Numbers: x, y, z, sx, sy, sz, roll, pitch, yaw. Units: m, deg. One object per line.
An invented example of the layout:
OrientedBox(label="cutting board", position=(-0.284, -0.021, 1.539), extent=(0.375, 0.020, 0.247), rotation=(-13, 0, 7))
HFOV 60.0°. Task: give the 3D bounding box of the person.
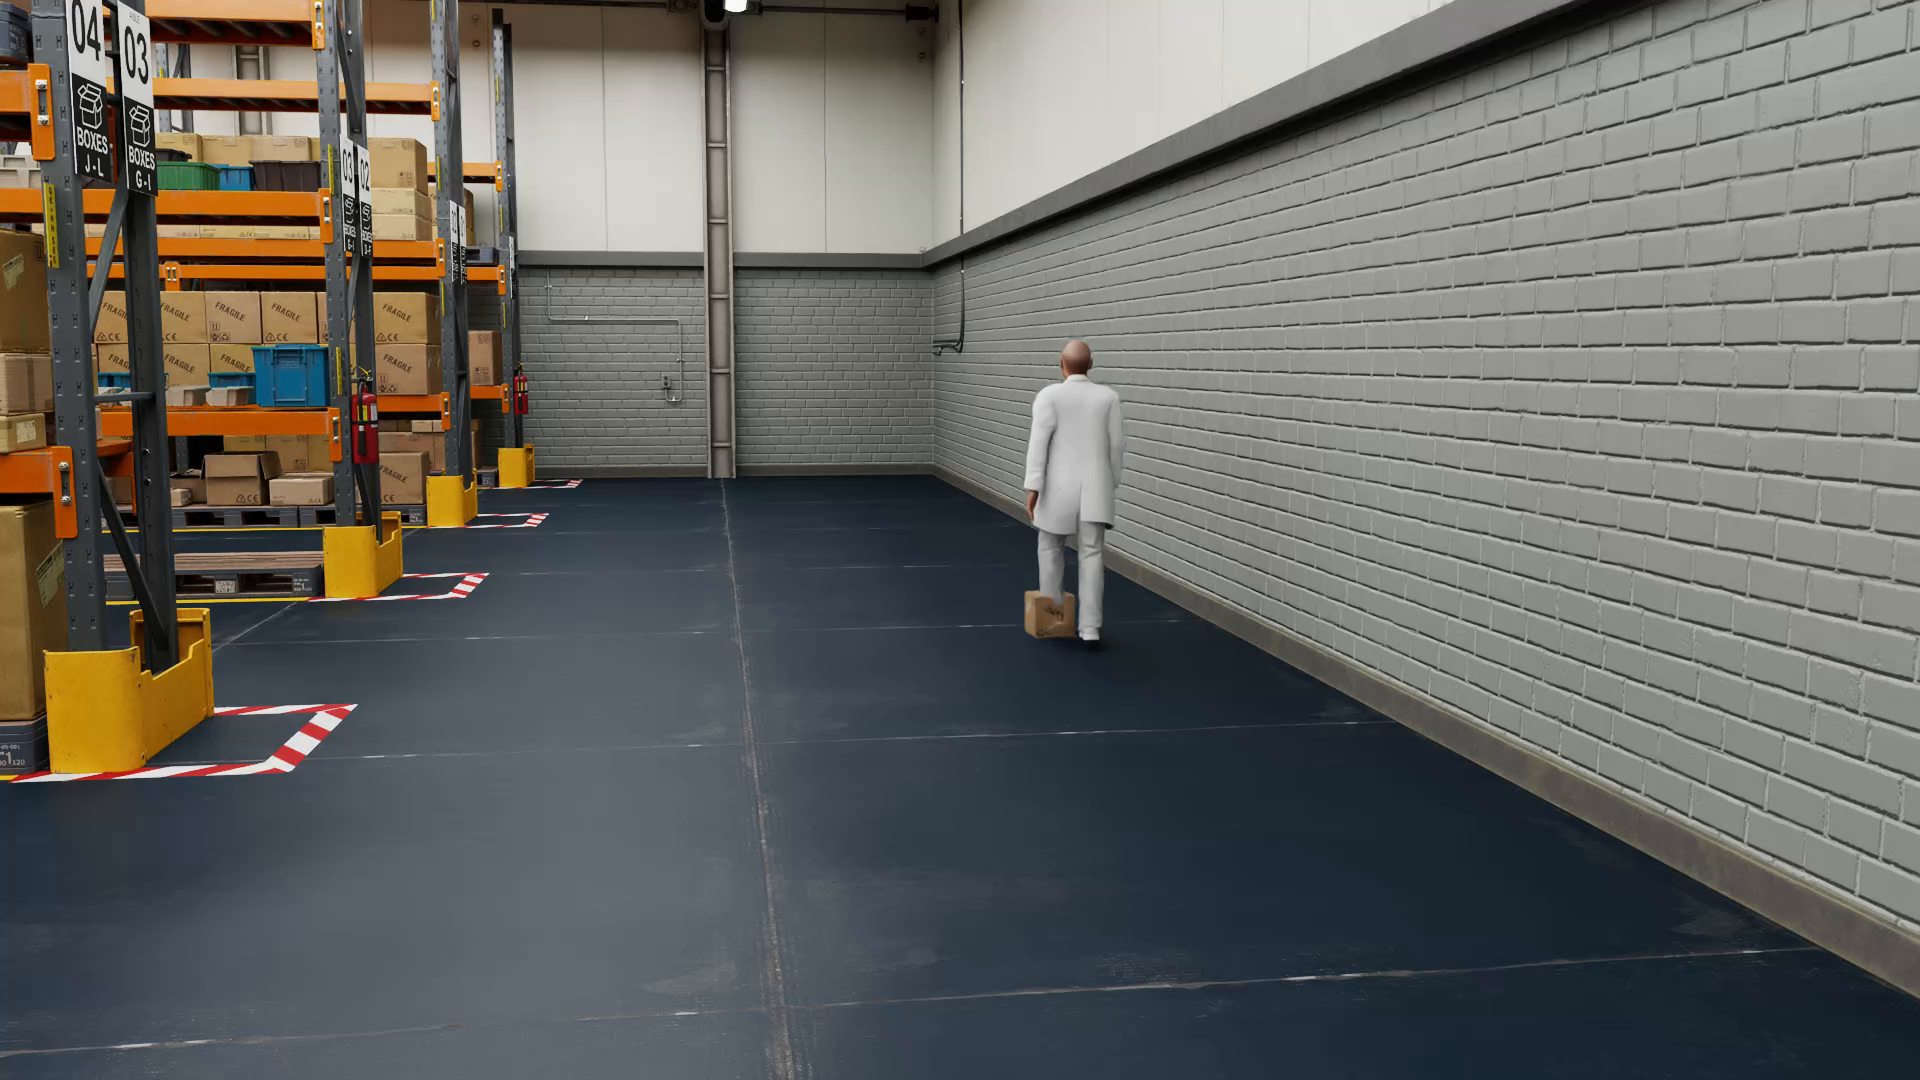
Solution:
OrientedBox(label="person", position=(0.665, -0.277, 9.866), extent=(0.631, 1.807, 0.877), rotation=(-1, 6, -7))
